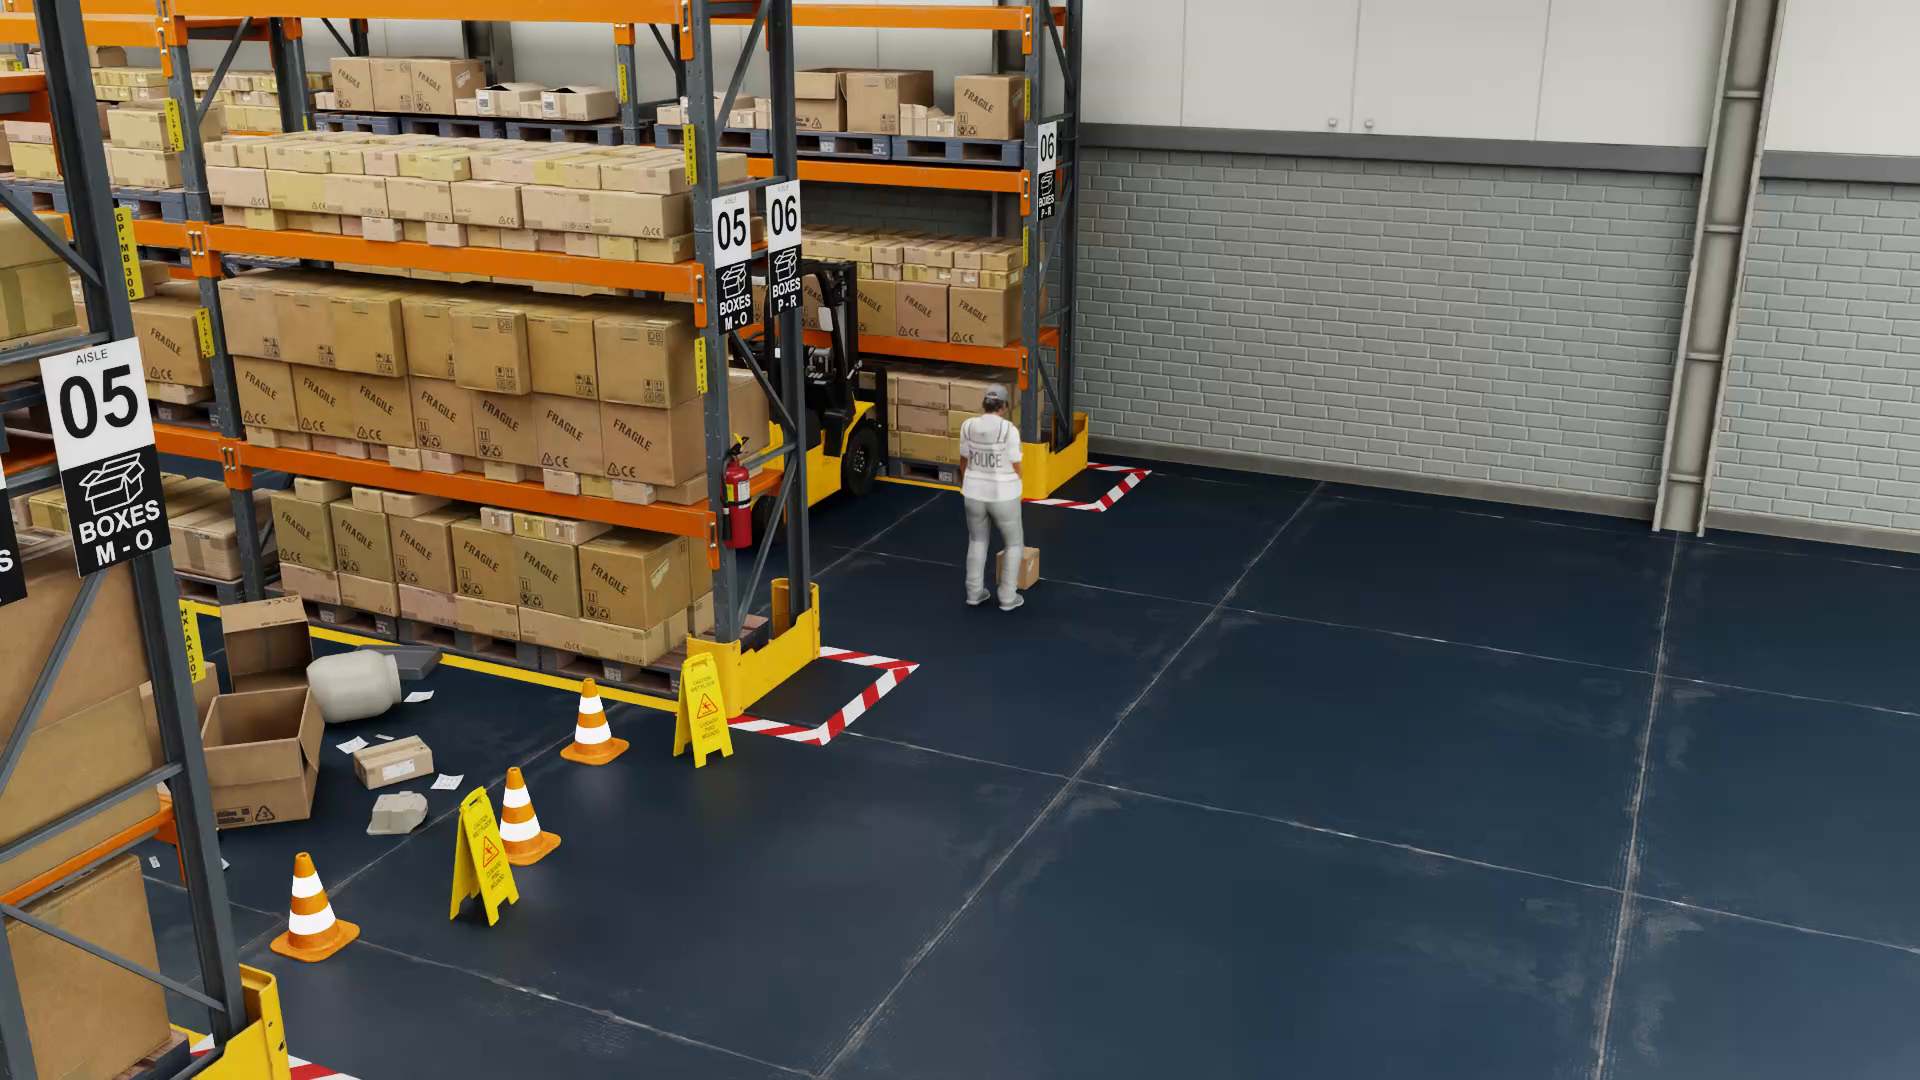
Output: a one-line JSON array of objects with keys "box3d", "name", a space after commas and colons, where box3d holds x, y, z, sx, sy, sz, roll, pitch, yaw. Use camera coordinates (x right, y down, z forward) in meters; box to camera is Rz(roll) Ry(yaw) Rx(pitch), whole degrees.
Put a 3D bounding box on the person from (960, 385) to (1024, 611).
[{"box3d": [0.227, -0.305, 11.999, 0.486, 1.638, 0.440, 9, 21, 24], "name": "person"}]
